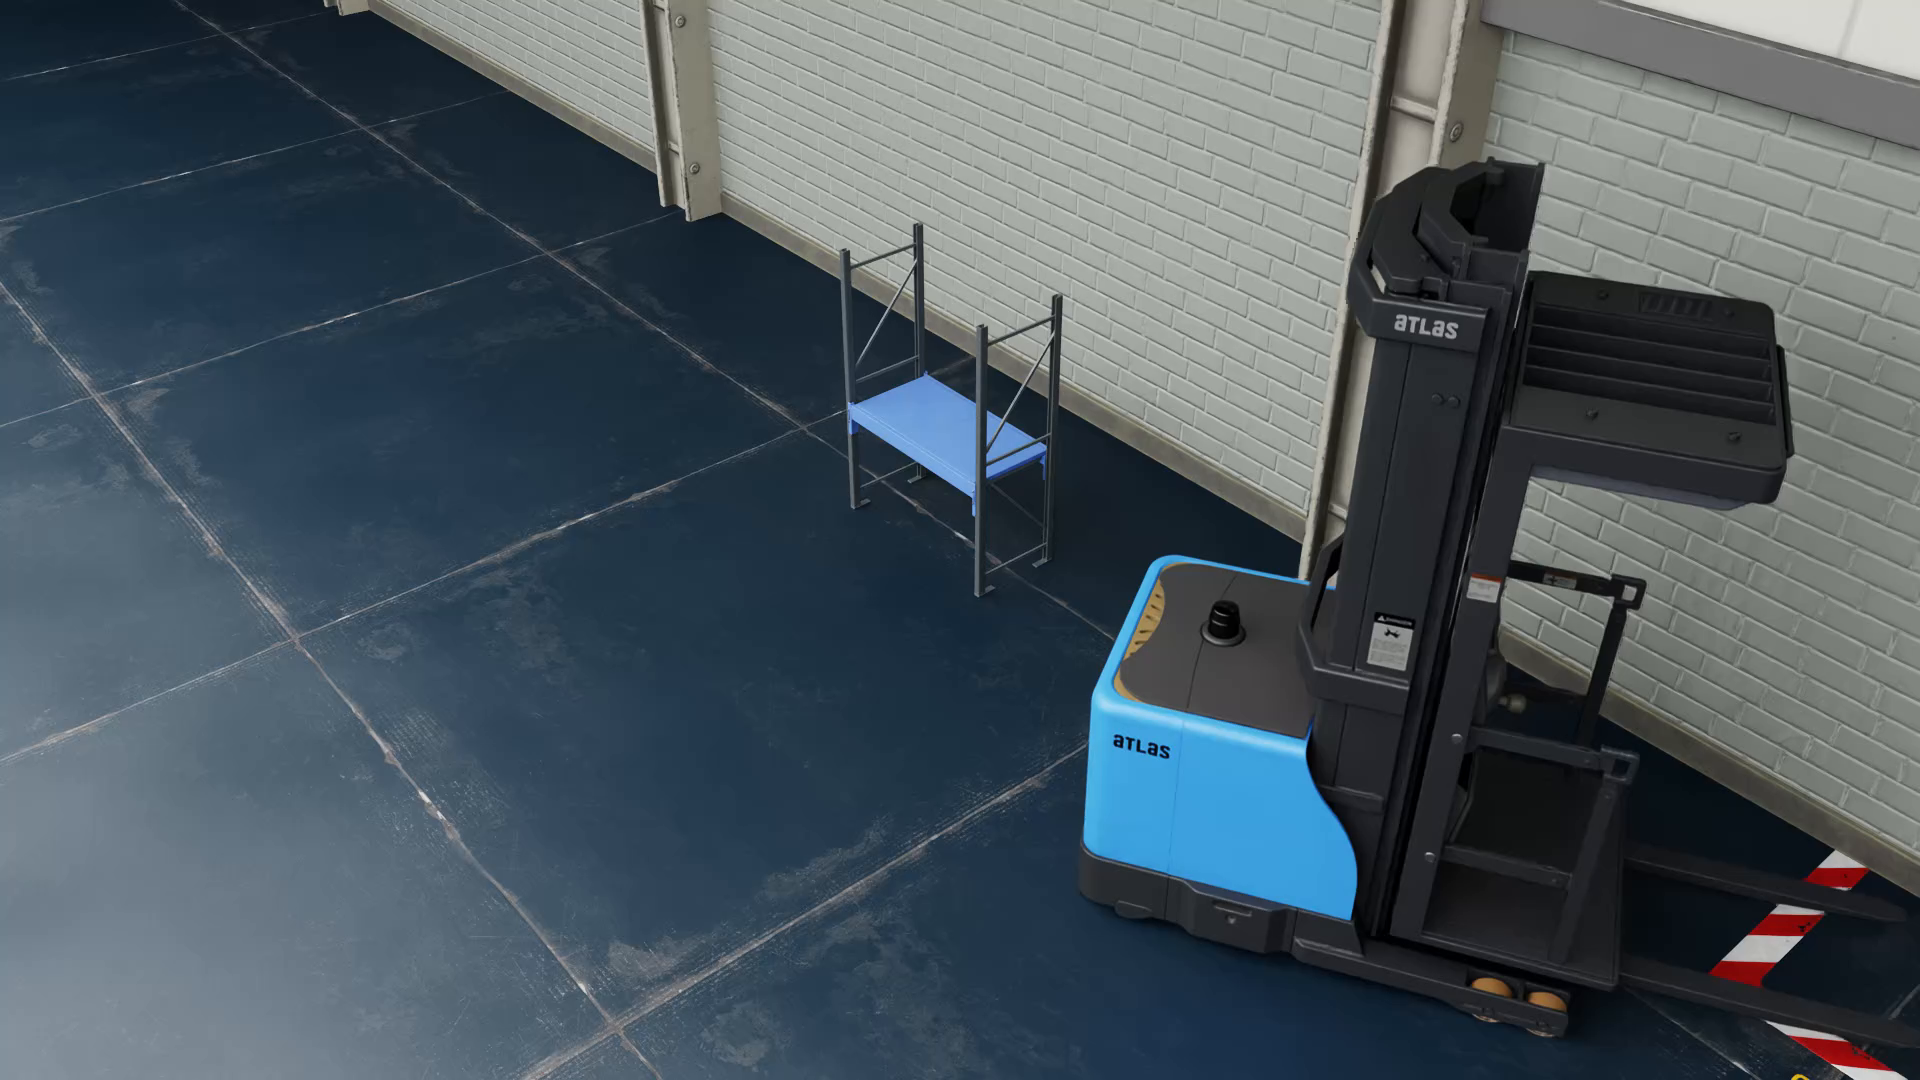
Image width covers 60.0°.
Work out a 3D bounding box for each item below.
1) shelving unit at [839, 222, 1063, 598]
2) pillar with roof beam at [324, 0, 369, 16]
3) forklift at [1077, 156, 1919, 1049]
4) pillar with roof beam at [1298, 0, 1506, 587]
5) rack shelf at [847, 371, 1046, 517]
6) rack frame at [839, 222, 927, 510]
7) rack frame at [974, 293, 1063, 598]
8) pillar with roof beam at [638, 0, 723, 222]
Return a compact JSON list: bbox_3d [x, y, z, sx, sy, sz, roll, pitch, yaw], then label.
[{"bbox_3d":[-0.055,-0.650,8.271,0.538,1.500,1.048,-26,43,-32],"label":"shelving unit"},{"bbox_3d":[-9.096,-7.127,10.928,9.100,9.000,0.400,-26,43,-32],"label":"pillar with roof beam"},{"bbox_3d":[2.038,0.273,5.730,3.031,2.935,1.130,12,37,16],"label":"forklift"},{"bbox_3d":[-1.352,-1.829,3.448,9.100,9.000,0.400,-26,43,-32],"label":"pillar with roof beam"},{"bbox_3d":[-0.055,-0.503,8.375,0.538,0.185,1.000,-26,43,-32],"label":"rack shelf"},{"bbox_3d":[-0.383,-0.874,8.588,0.500,1.500,0.032,-26,43,-32],"label":"rack frame"},{"bbox_3d":[0.273,-0.425,7.954,0.500,1.500,0.032,-26,43,-32],"label":"rack frame"},{"bbox_3d":[-5.224,-4.478,7.188,9.100,9.000,0.400,-26,43,-32],"label":"pillar with roof beam"}]
